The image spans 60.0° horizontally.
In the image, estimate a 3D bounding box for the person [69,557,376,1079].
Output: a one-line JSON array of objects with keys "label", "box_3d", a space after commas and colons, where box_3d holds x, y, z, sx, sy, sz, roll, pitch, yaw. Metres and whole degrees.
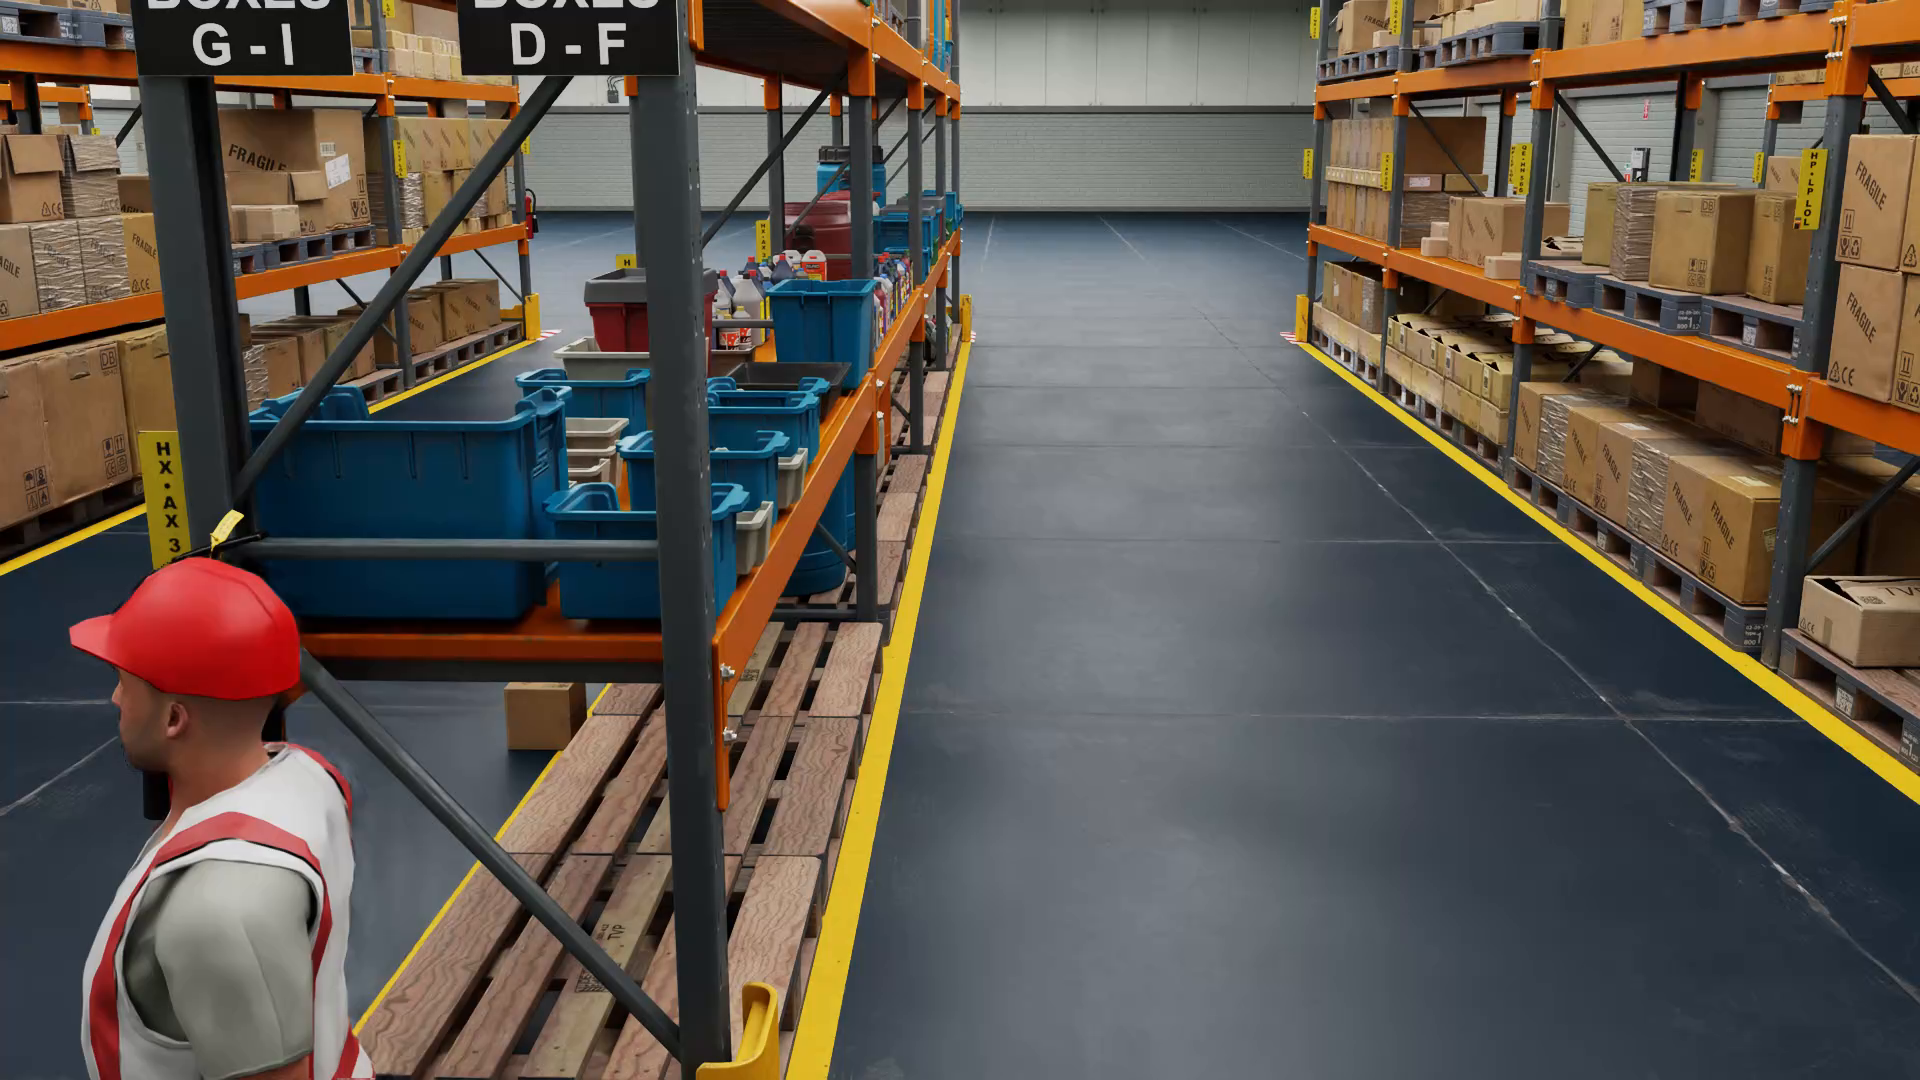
[{"label": "person", "box_3d": [-1.034, 0.909, 2.218, 0.783, 1.799, 0.588, -2, 14, -9]}]
